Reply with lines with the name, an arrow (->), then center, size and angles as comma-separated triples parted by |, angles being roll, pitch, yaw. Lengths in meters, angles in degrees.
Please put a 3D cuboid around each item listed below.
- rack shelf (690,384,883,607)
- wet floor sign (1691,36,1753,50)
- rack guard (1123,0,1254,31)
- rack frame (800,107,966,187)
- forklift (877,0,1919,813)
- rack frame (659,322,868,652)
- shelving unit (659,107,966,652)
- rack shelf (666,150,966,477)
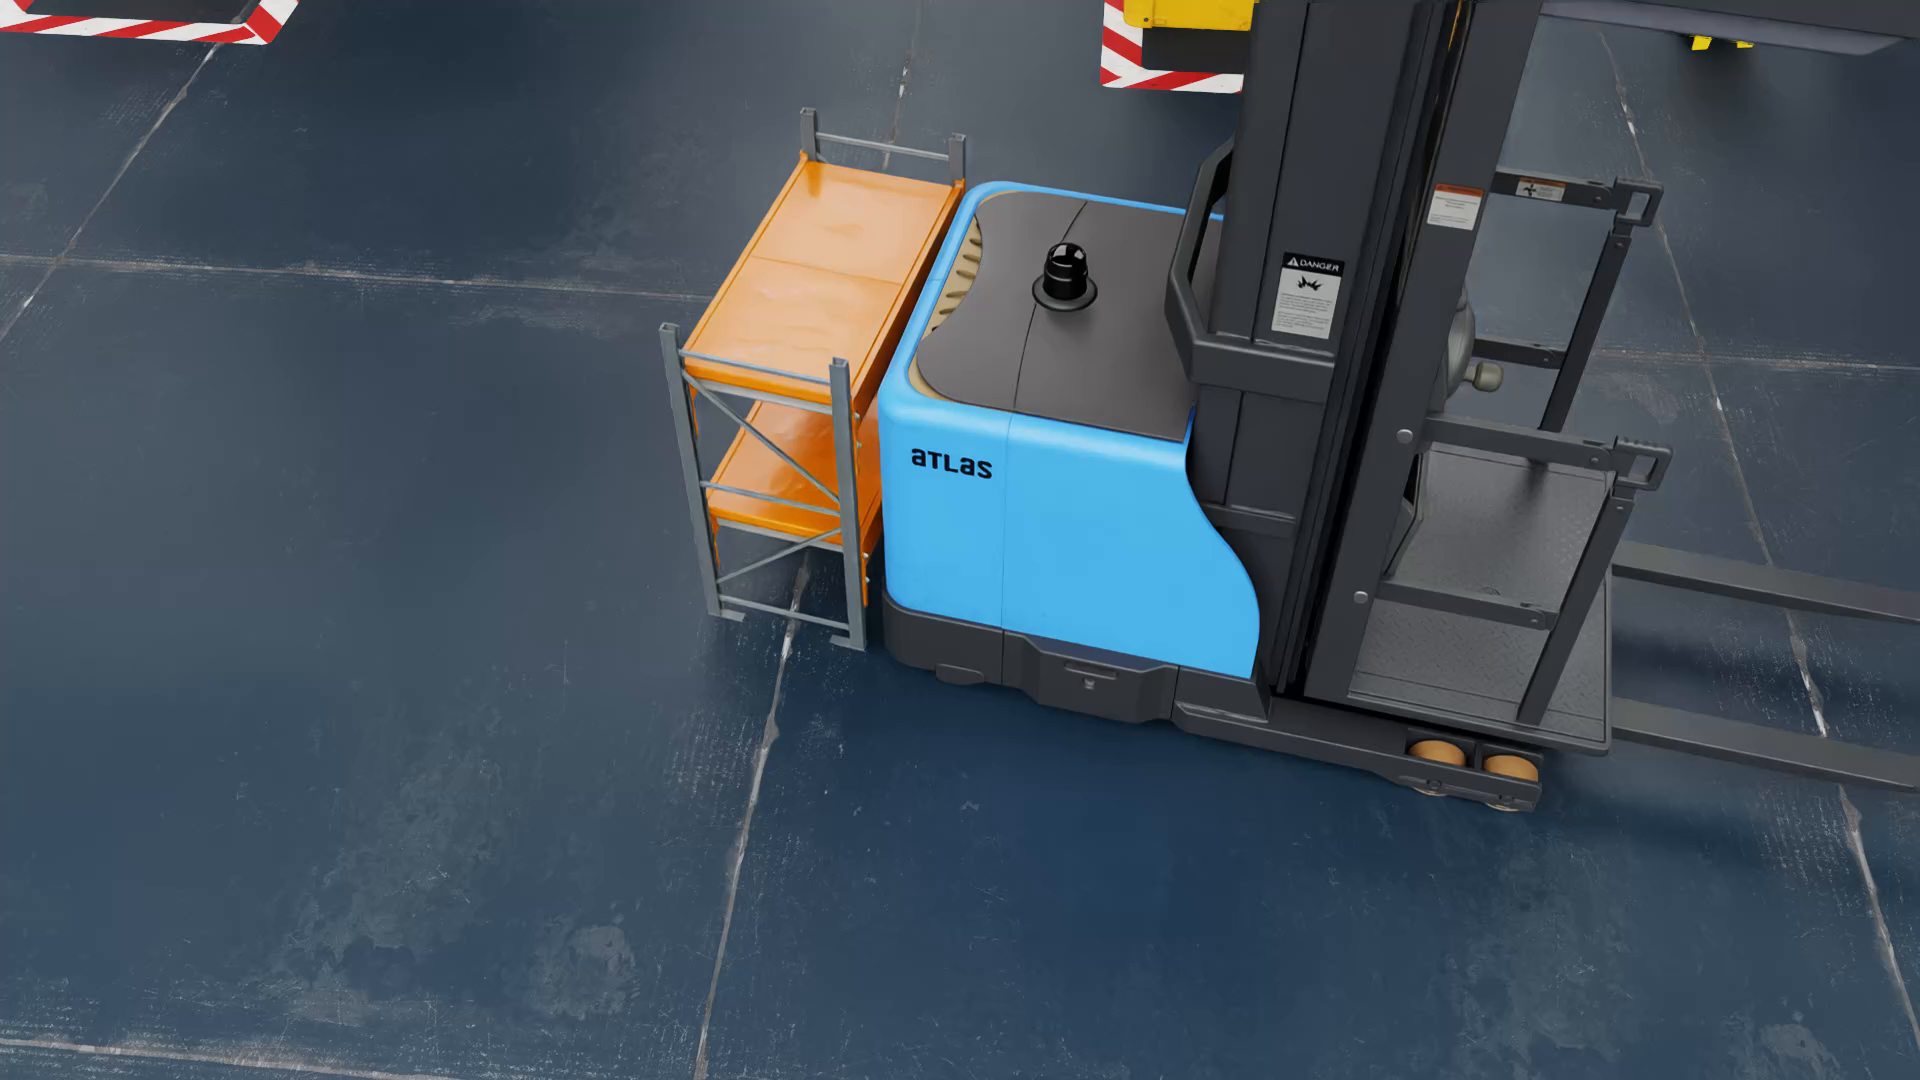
rack shelf -> -0.373, -0.305, 5.098 | 0.538, 0.278, 1.000 | 13, 49, 11
wet floor sign -> 3.287, -2.426, 7.032 | 0.267, 0.644, 0.232 | -4, 48, -3
rack guard -> 1.316, -2.514, 7.211 | 1.175, 0.500, 0.348 | 4, 48, 4
rack frame -> -0.226, -0.829, 5.246 | 0.500, 1.125, 0.032 | 13, 49, 11
forklift -> 1.352, -0.683, 3.888 | 3.031, 2.935, 1.130 | 11, 49, 10
rack frame -> -0.520, -0.111, 4.589 | 0.500, 1.125, 0.032 | 13, 49, 11
shelving unit -> -0.373, -0.470, 4.918 | 0.538, 1.125, 1.048 | 13, 49, 11
rack shelf -> -0.373, -0.668, 4.702 | 0.538, 0.278, 1.000 | 13, 49, 11
